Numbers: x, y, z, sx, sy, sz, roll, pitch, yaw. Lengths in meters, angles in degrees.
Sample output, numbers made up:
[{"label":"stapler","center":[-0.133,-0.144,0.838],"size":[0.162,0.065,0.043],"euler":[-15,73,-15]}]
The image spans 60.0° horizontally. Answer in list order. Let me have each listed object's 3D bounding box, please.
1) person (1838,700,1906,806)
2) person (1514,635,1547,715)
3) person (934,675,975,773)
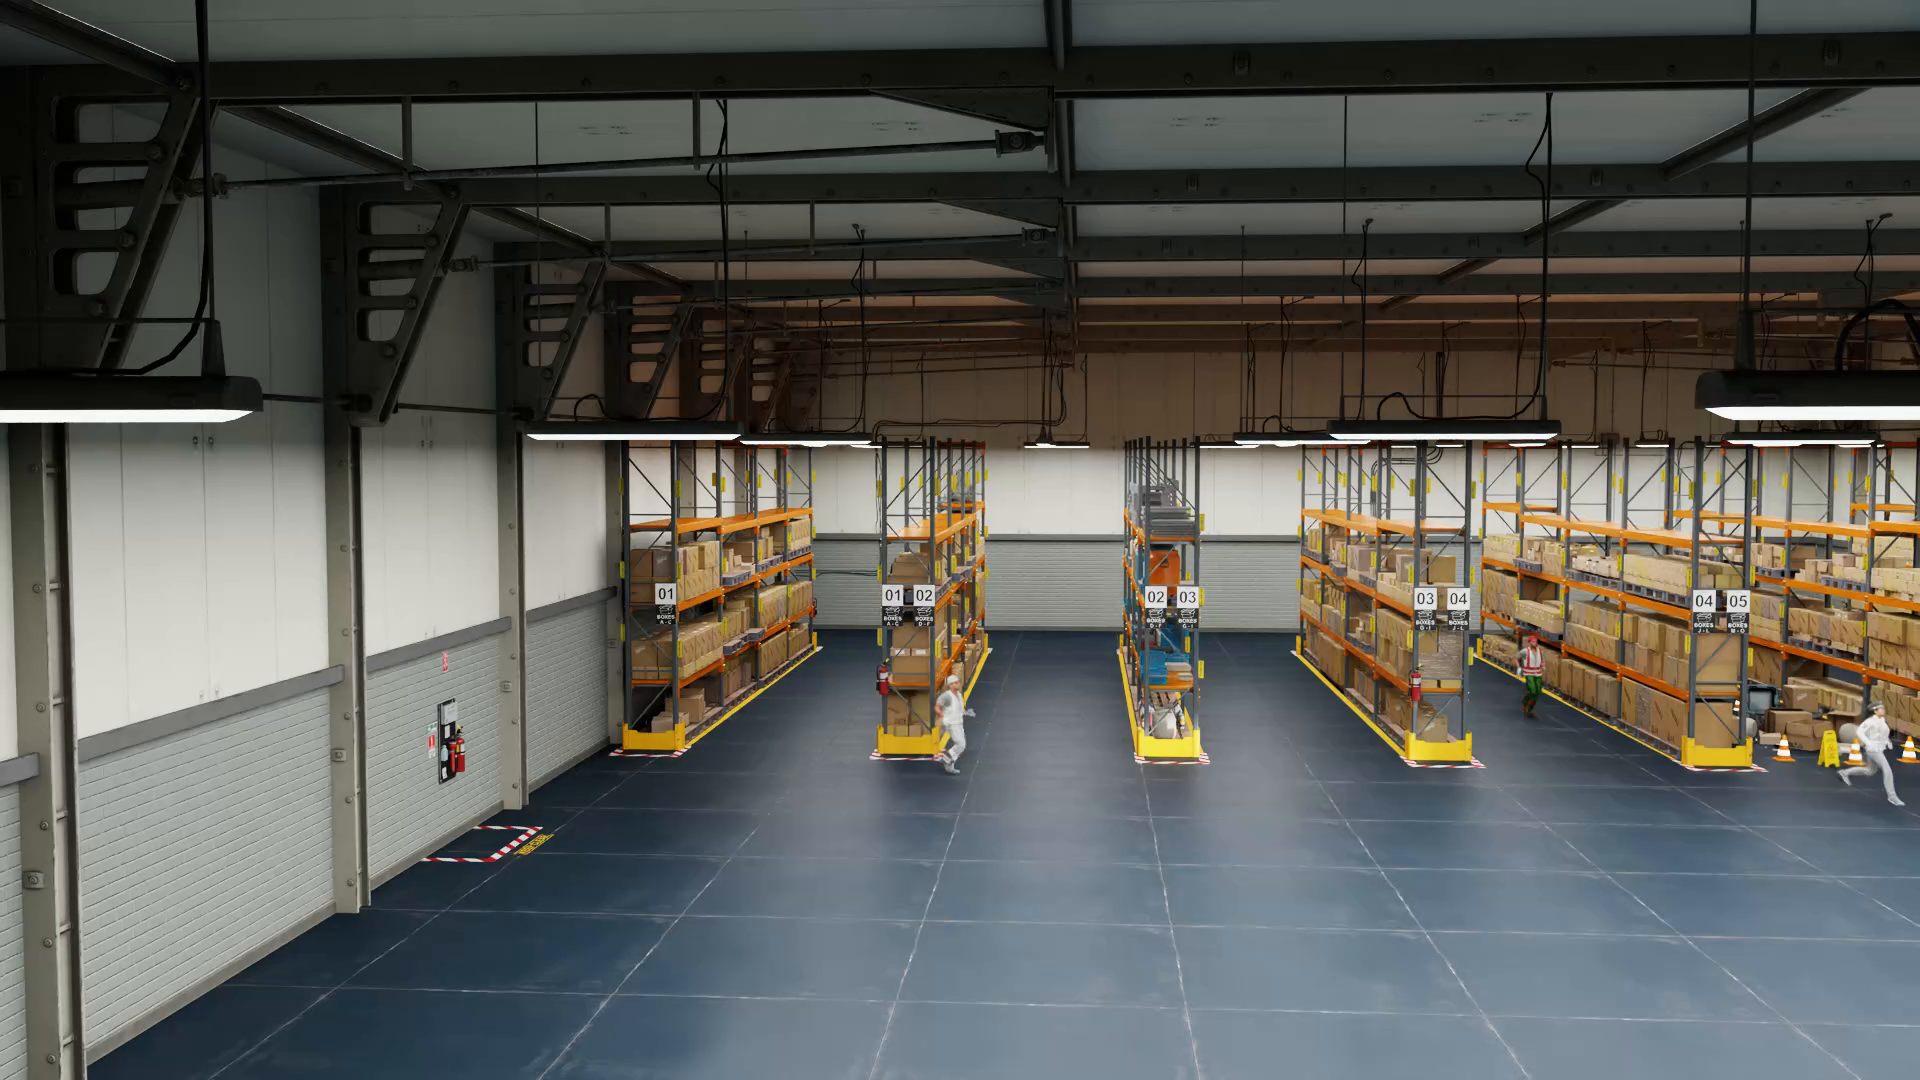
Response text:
[{"label":"person","center":[14.940,3.457,27.197],"size":[1.023,1.699,0.583],"euler":[3,4,42]},{"label":"person","center":[12.338,2.923,35.766],"size":[0.645,1.741,0.606],"euler":[0,3,-7]},{"label":"person","center":[-0.059,3.248,29.420],"size":[0.564,1.697,0.665],"euler":[2,4,30]}]
